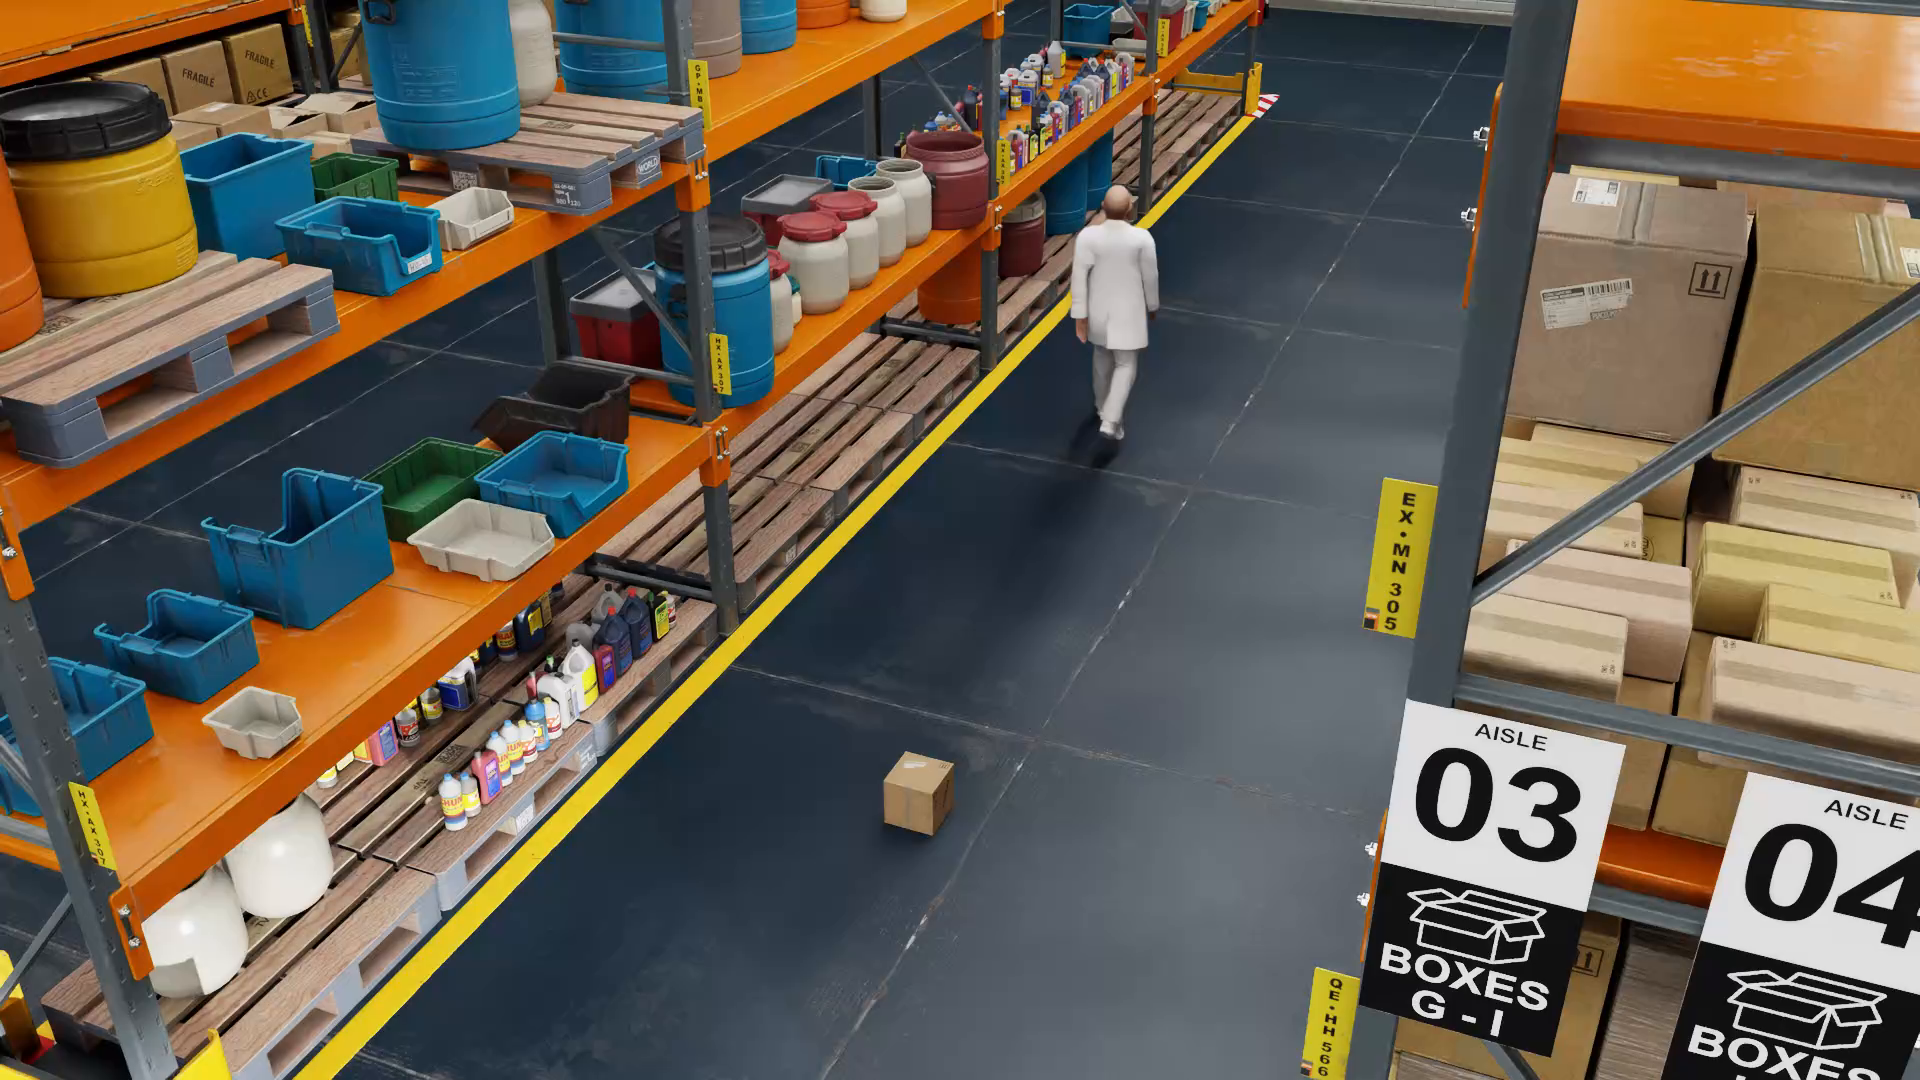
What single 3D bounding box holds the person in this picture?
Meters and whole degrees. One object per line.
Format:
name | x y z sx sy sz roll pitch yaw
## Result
person | 1.038 -1.540 11.162 0.561 1.735 1.049 8 30 15
